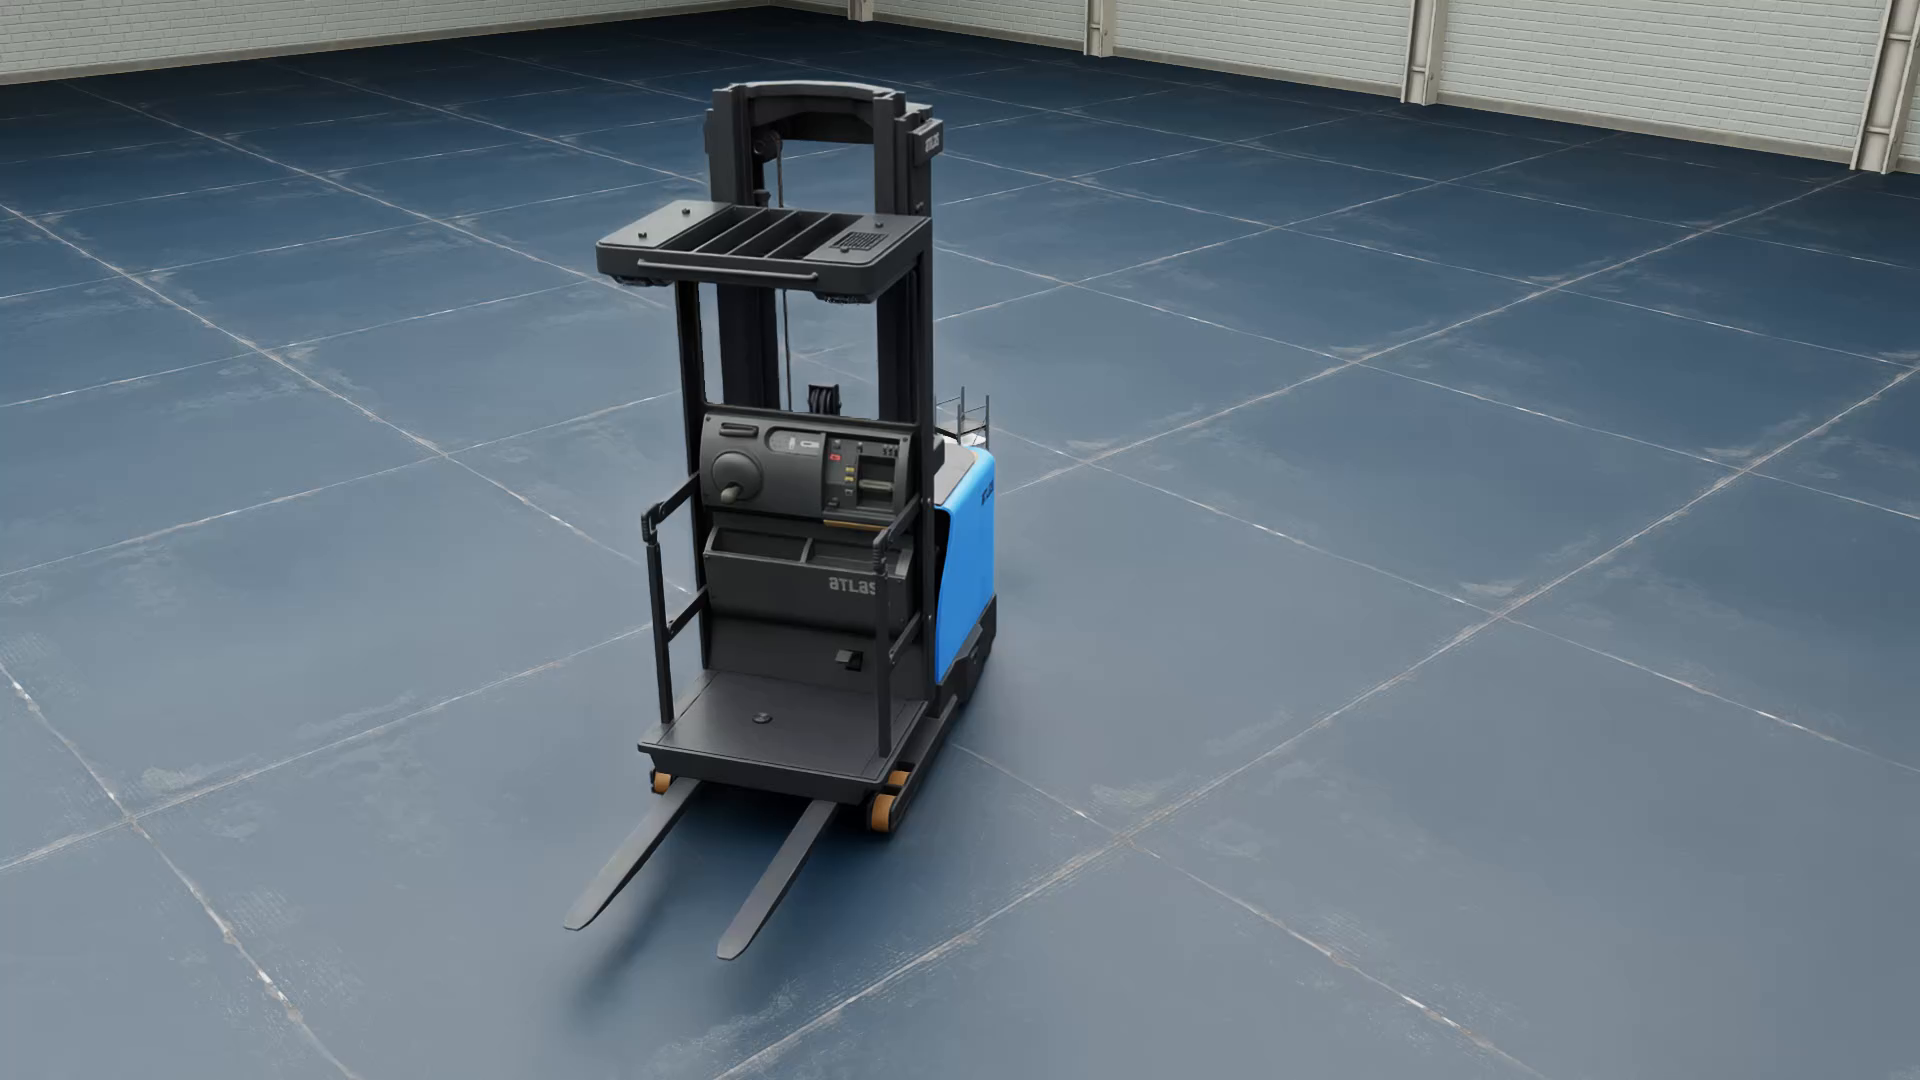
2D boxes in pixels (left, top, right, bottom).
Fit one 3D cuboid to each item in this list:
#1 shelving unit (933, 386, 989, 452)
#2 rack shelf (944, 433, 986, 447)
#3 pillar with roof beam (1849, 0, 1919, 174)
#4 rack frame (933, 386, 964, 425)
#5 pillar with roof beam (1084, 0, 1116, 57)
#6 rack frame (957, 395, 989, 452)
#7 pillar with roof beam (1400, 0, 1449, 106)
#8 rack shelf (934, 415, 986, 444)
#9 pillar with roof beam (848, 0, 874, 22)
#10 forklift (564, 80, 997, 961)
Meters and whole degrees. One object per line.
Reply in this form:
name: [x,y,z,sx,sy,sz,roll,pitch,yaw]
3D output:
shelving unit: [0.006,-0.407,9.558,0.258,0.900,0.210,-21,32,-38]
rack shelf: [0.006,-0.540,9.497,0.258,0.077,0.200,-21,32,-38]
pillar with roof beam: [7.314,-7.117,14.509,9.100,9.000,0.400,-21,32,-38]
rack frame: [-0.064,-0.438,9.625,0.240,0.900,0.006,-21,32,-38]
pillar with roof beam: [-0.888,-10.753,22.479,9.100,9.000,0.400,-21,32,-38]
rack frame: [0.075,-0.376,9.490,0.240,0.900,0.006,-21,32,-38]
pillar with roof beam: [3.213,-8.935,18.494,9.100,9.000,0.400,-21,32,-38]
rack shelf: [0.006,-0.622,9.460,0.258,0.077,0.200,-21,32,-38]
pillar with roof beam: [-4.989,-12.571,26.463,9.100,9.000,0.400,-21,32,-38]
forklift: [-0.714,-0.275,6.823,1.130,2.935,3.031,7,25,15]
